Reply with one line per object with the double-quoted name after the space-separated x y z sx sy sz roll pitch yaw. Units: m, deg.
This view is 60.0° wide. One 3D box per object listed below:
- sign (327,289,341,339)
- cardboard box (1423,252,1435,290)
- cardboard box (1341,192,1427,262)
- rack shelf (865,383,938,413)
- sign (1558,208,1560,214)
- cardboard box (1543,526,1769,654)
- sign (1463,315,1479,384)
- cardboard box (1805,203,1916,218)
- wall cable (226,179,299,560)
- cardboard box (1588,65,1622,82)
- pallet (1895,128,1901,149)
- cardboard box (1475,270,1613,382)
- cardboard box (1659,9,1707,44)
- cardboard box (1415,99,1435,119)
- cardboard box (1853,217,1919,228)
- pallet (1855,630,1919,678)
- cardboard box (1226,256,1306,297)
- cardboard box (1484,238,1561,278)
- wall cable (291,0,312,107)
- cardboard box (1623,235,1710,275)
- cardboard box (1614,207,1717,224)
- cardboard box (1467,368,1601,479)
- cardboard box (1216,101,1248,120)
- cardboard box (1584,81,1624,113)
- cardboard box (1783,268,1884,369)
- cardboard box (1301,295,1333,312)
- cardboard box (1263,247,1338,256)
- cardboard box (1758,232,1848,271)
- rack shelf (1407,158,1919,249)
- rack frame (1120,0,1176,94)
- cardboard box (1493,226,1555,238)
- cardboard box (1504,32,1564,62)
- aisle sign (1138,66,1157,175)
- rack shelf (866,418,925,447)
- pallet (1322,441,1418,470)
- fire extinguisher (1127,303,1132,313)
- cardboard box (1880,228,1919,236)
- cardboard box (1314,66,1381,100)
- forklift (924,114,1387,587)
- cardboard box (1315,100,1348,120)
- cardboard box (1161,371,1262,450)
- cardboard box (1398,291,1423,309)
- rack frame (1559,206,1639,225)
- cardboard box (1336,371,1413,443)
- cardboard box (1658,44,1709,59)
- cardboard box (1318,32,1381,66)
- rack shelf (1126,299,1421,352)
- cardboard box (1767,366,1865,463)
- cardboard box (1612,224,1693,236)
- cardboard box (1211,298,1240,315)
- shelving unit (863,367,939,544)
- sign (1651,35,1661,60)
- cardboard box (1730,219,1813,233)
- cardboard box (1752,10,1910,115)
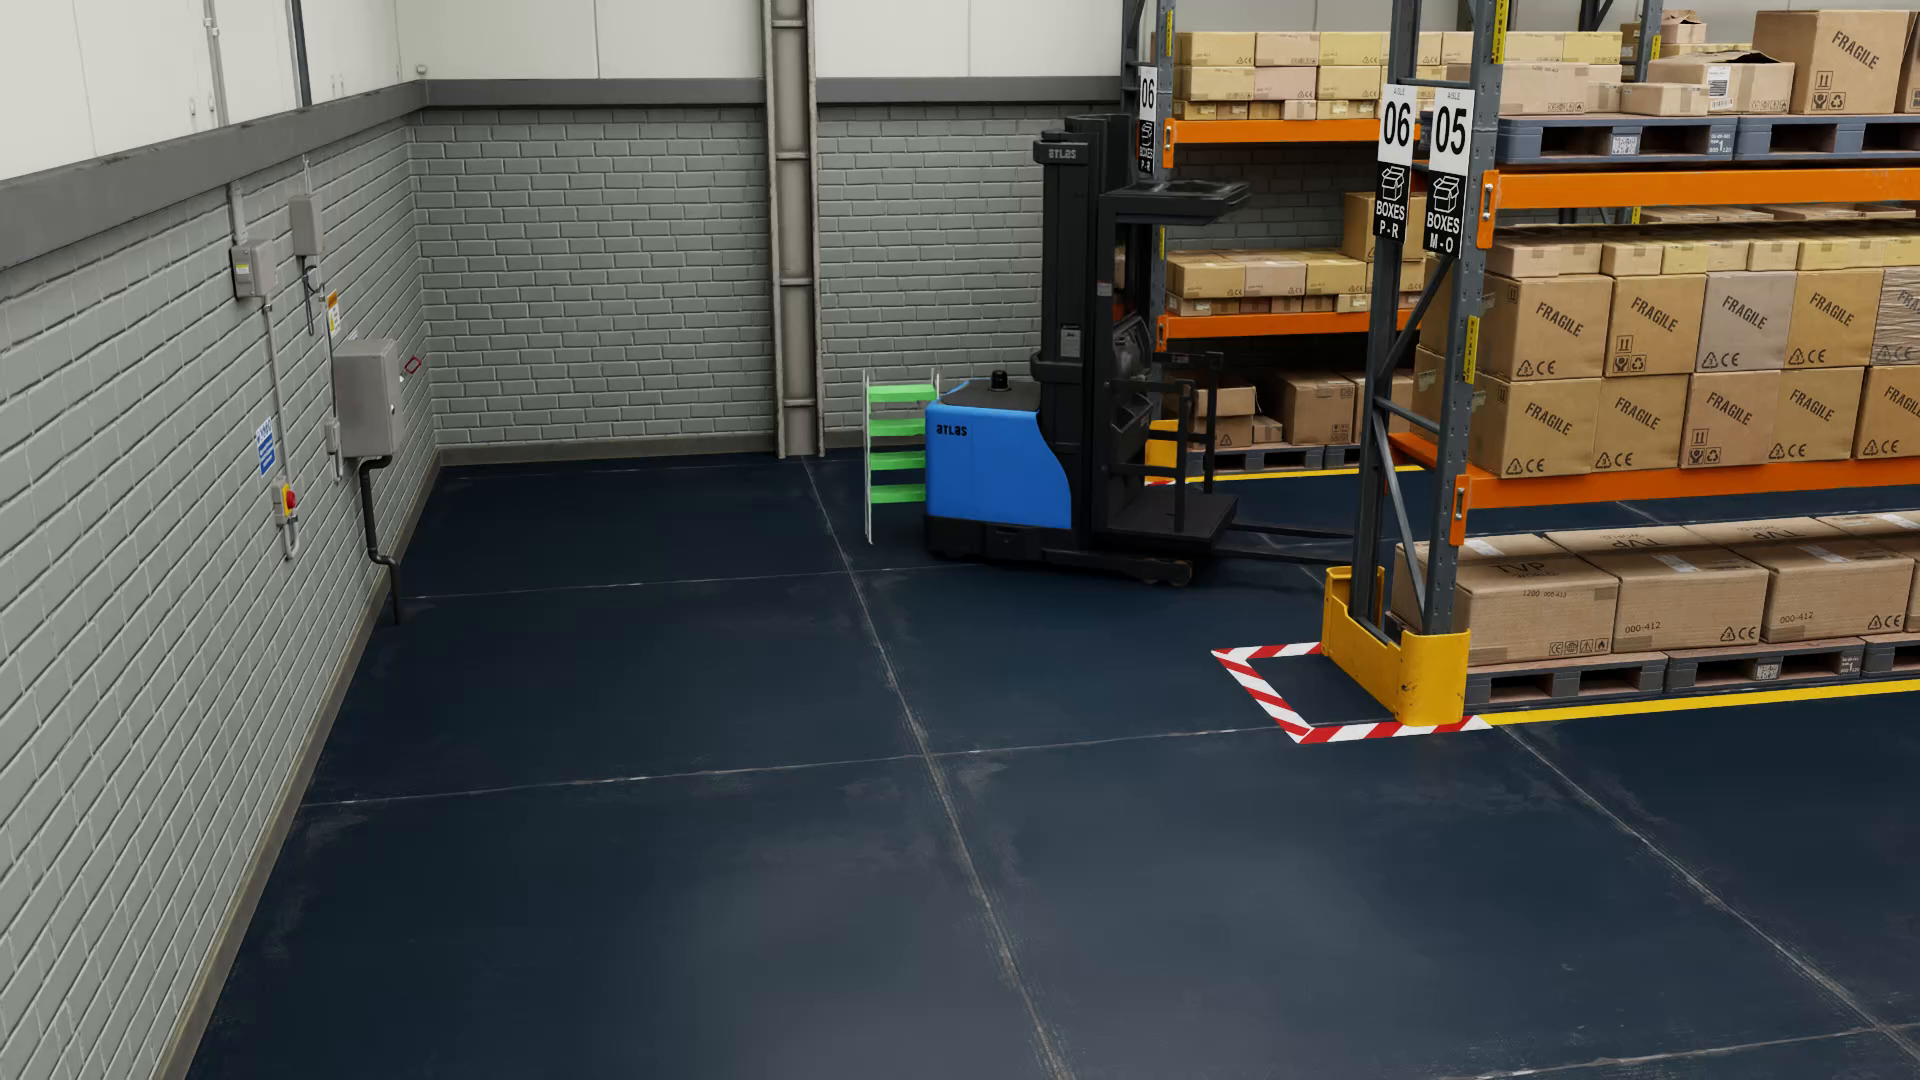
-3.585 -1.298 9.522 0.001 0.242 0.339 -3 17 -10 "sign"
3.942 -2.207 13.636 0.500 0.250 0.500 -3 17 -11 "cardboard box"
3.419 -2.529 13.407 0.500 0.500 0.500 -3 17 -9 "cardboard box"
-0.412 -0.990 11.573 0.480 0.148 0.258 -3 17 -9 "rack shelf"
5.268 -3.004 14.512 0.005 0.325 0.100 -3 17 -10 "sign"
3.921 0.267 9.481 0.875 0.438 0.875 -3 17 -9 "cardboard box"
2.494 -0.929 8.118 0.005 0.325 0.100 -3 17 -10 "sign"
7.736 -2.620 14.341 0.637 0.503 0.797 -4 17 -12 "cardboard box"
-3.137 -0.817 7.580 0.123 1.953 0.585 -3 17 -10 "wall cable"
4.950 -3.696 13.378 0.500 0.250 0.500 -3 17 -10 "cardboard box"
5.517 -2.209 8.938 1.213 0.211 1.003 -3 17 -10 "pallet"
2.920 -1.108 8.437 0.500 0.500 0.500 -4 17 -12 "cardboard box"
5.739 -4.110 13.305 0.258 0.266 0.396 -3 17 -11 "cardboard box"
3.574 -3.405 13.109 0.250 0.149 0.380 -3 17 -9 "cardboard box"
5.216 -1.712 9.299 0.250 0.149 0.380 -3 17 -11 "cardboard box"
5.561 0.492 9.849 1.213 0.211 1.003 -3 17 -10 "pallet"
2.441 -2.115 13.336 0.500 0.250 0.500 -3 17 -10 "cardboard box"
2.796 -1.413 8.327 0.250 0.149 0.380 -3 17 -9 "cardboard box"
-3.768 -4.147 9.924 0.133 3.039 2.988 -3 17 -10 "wall cable"
3.571 -1.450 8.445 0.250 0.149 0.380 -4 17 -12 "cardboard box"
5.894 -2.502 13.964 0.500 0.500 0.700 -3 17 -9 "cardboard box"
2.920 -0.629 8.582 0.500 0.500 0.500 -3 17 -11 "cardboard box"
2.059 -3.355 12.945 0.250 0.149 0.380 -3 17 -9 "cardboard box"
3.216 -2.297 8.616 0.250 0.149 0.380 -5 18 -15 "cardboard box"
4.419 -1.198 8.729 0.500 0.500 0.500 -3 17 -10 "cardboard box"
2.836 -1.952 13.487 0.250 0.149 0.380 -3 17 -10 "cardboard box"
2.844 -2.295 13.925 0.500 0.250 0.500 -3 17 -9 "cardboard box"
4.326 -1.488 8.568 0.250 0.149 0.380 -4 17 -12 "cardboard box"
4.358 -1.839 8.807 4.000 0.370 1.077 -3 17 -10 "rack shelf"
1.449 -4.936 12.556 0.127 3.000 1.000 -3 17 -10 "rack frame"
2.954 -1.572 8.844 0.250 0.149 0.380 -3 17 -9 "cardboard box"
4.430 -3.906 13.209 0.500 0.250 0.500 -4 17 -11 "cardboard box"
1.438 -3.223 12.767 0.004 0.787 0.394 -3 17 -10 "aisle sign"
-0.412 -0.760 11.644 0.480 0.148 0.258 -3 17 -9 "rack shelf"
3.502 -0.851 14.223 1.213 0.211 1.003 -3 17 -10 "pallet"
1.393 -1.712 13.042 0.183 0.674 0.296 -3 17 -10 "fire extinguisher"
5.070 -1.549 8.769 0.250 0.149 0.380 -3 17 -11 "cardboard box"
2.937 -3.578 12.991 0.500 0.250 0.500 -4 17 -12 "cardboard box"
1.325 -1.272 10.962 3.031 2.935 1.130 6 18 18 "forklift"
2.834 -3.365 12.978 0.250 0.149 0.380 -3 17 -11 "cardboard box"
2.068 -1.082 13.764 0.637 0.503 0.797 -4 18 -13 "cardboard box"
3.593 -2.000 13.641 0.250 0.149 0.380 -3 17 -11 "cardboard box"
5.377 -2.291 14.162 0.127 3.000 1.000 -3 17 -10 "rack frame"
3.453 -1.118 13.885 0.500 0.500 0.500 -3 17 -9 "cardboard box"
5.753 -3.886 13.281 0.250 0.149 0.380 -3 17 -9 "cardboard box"
2.926 -3.819 12.925 0.500 0.250 0.500 -4 17 -11 "cardboard box"
3.413 -1.836 13.905 4.000 0.370 1.077 -3 17 -10 "rack shelf"
4.403 -0.721 8.881 0.500 0.500 0.500 -3 17 -9 "cardboard box"
3.716 -1.607 8.957 0.250 0.149 0.380 -3 17 -11 "cardboard box"
2.065 -1.915 13.365 0.250 0.149 0.380 -3 17 -9 "cardboard box"
-0.412 -0.592 11.695 0.503 1.200 0.258 -3 17 -9 "shelving unit"
5.487 -3.816 13.138 0.005 0.325 0.100 -3 17 -10 "sign"
4.464 -1.674 9.175 0.250 0.149 0.380 -3 17 -10 "cardboard box"
4.402 -2.437 8.472 0.500 0.500 0.500 -3 17 -9 "cardboard box"
